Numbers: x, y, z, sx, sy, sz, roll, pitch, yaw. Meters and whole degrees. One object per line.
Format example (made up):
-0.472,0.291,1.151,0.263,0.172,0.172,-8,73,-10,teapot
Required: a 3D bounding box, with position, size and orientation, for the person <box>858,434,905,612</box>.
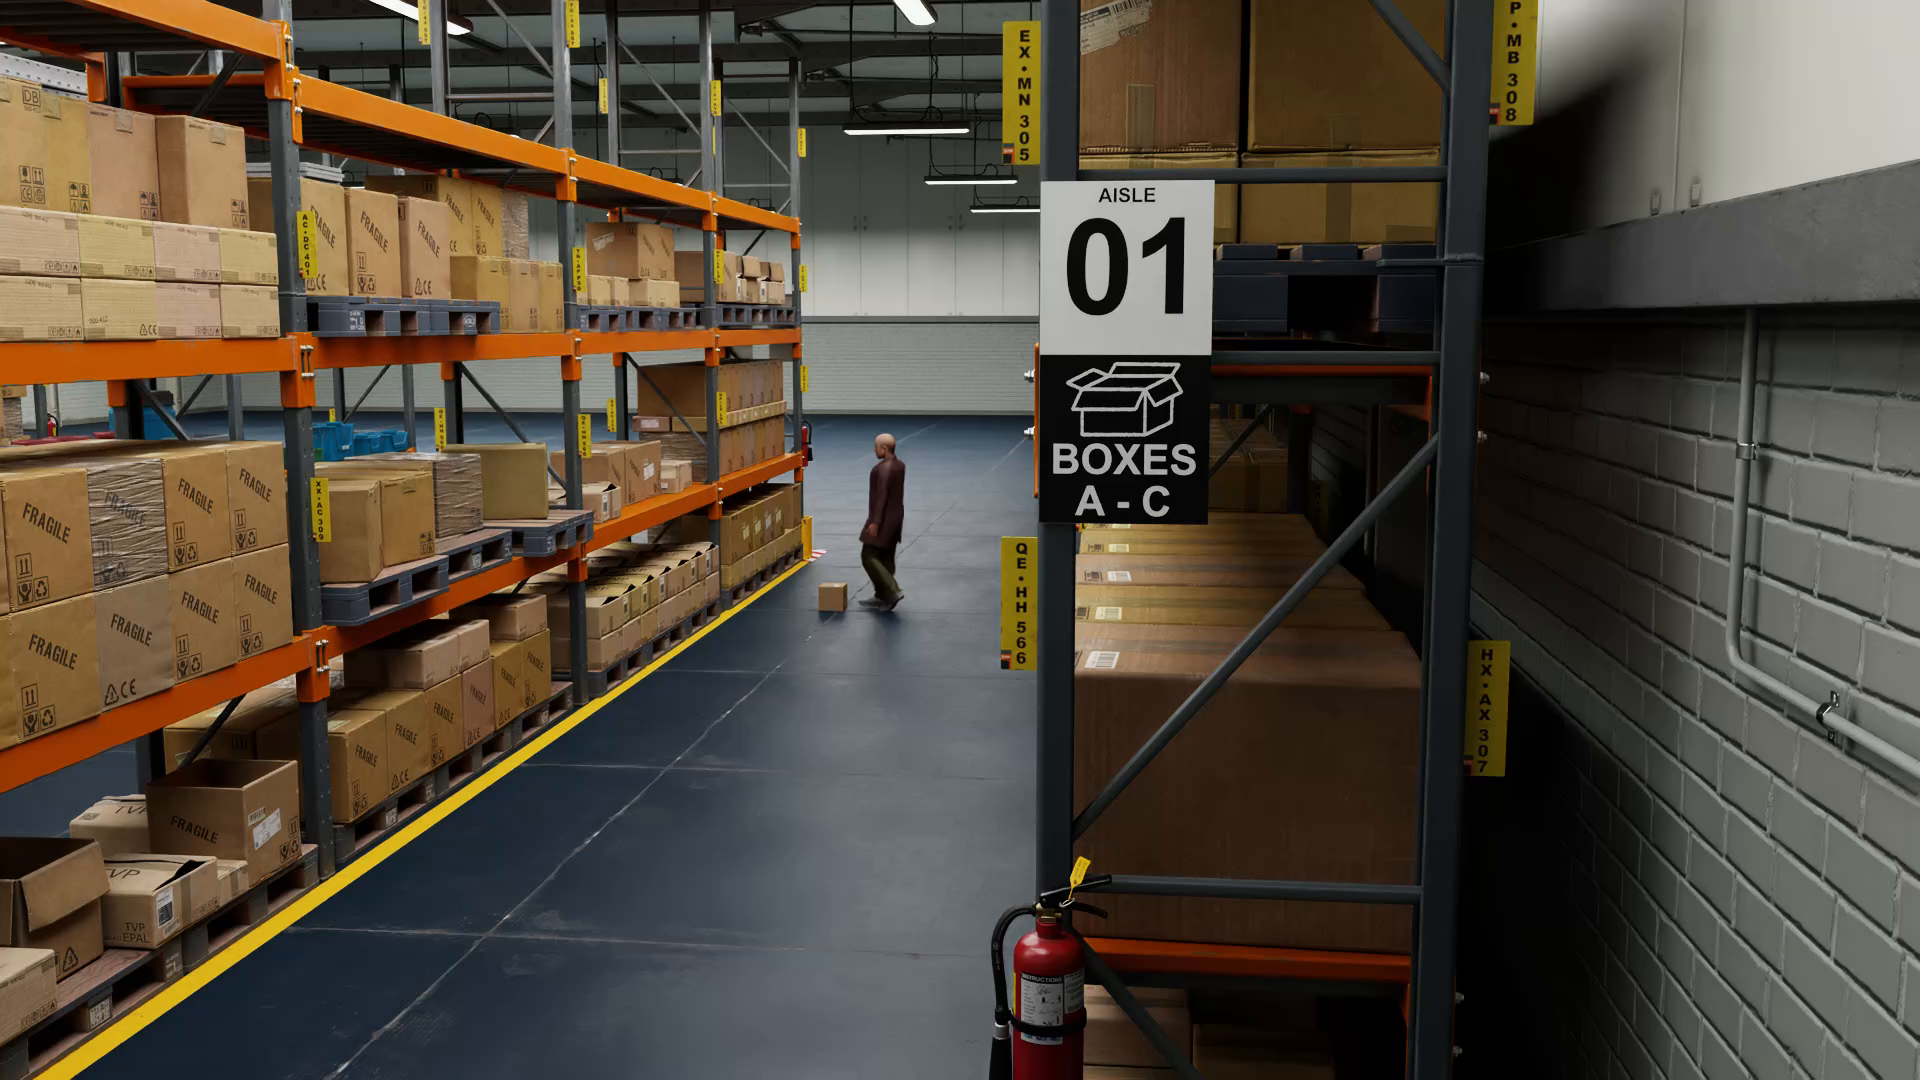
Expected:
-0.778,-0.173,16.674,0.565,1.794,0.623,2,8,17,person
